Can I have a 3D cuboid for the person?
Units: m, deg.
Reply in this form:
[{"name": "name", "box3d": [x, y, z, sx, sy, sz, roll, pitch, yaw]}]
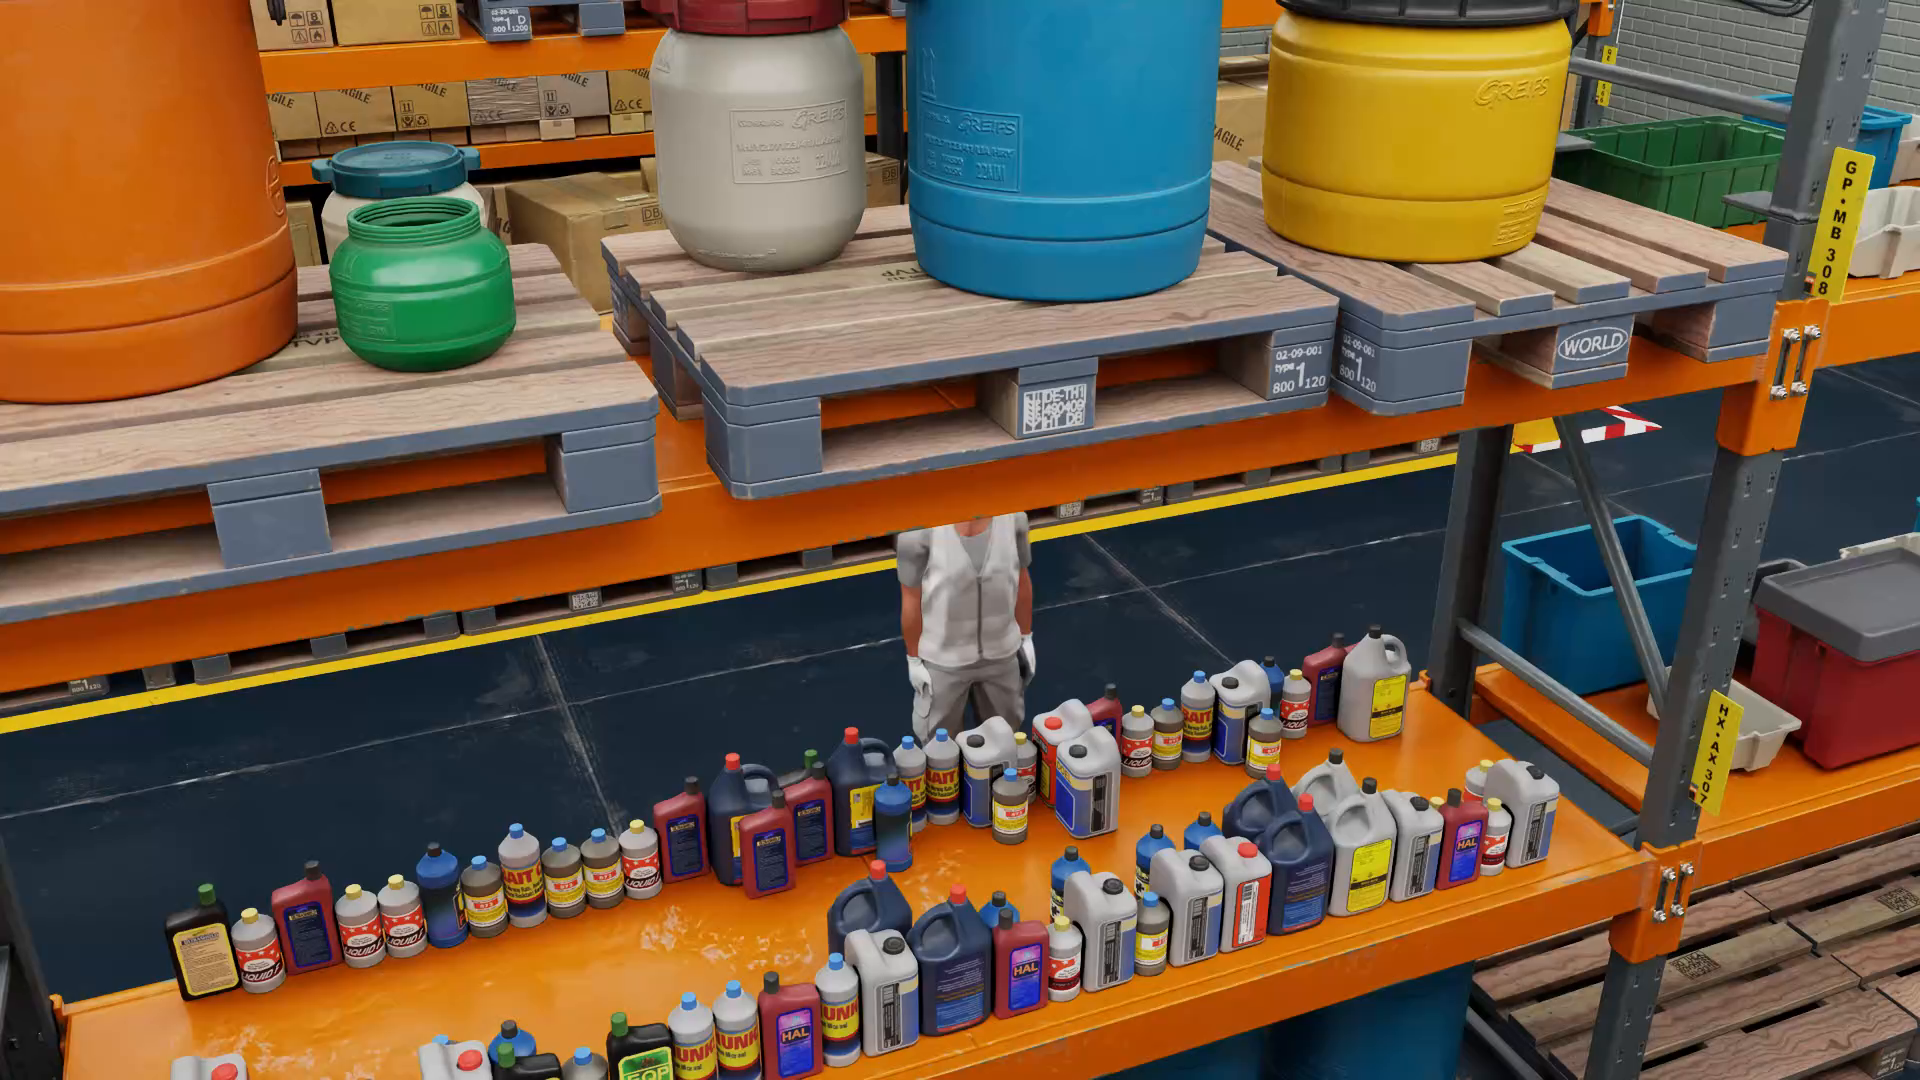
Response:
[{"name": "person", "box3d": [0.035, 0.427, 6.203, 0.525, 1.784, 0.338, -10, 27, -19]}]
